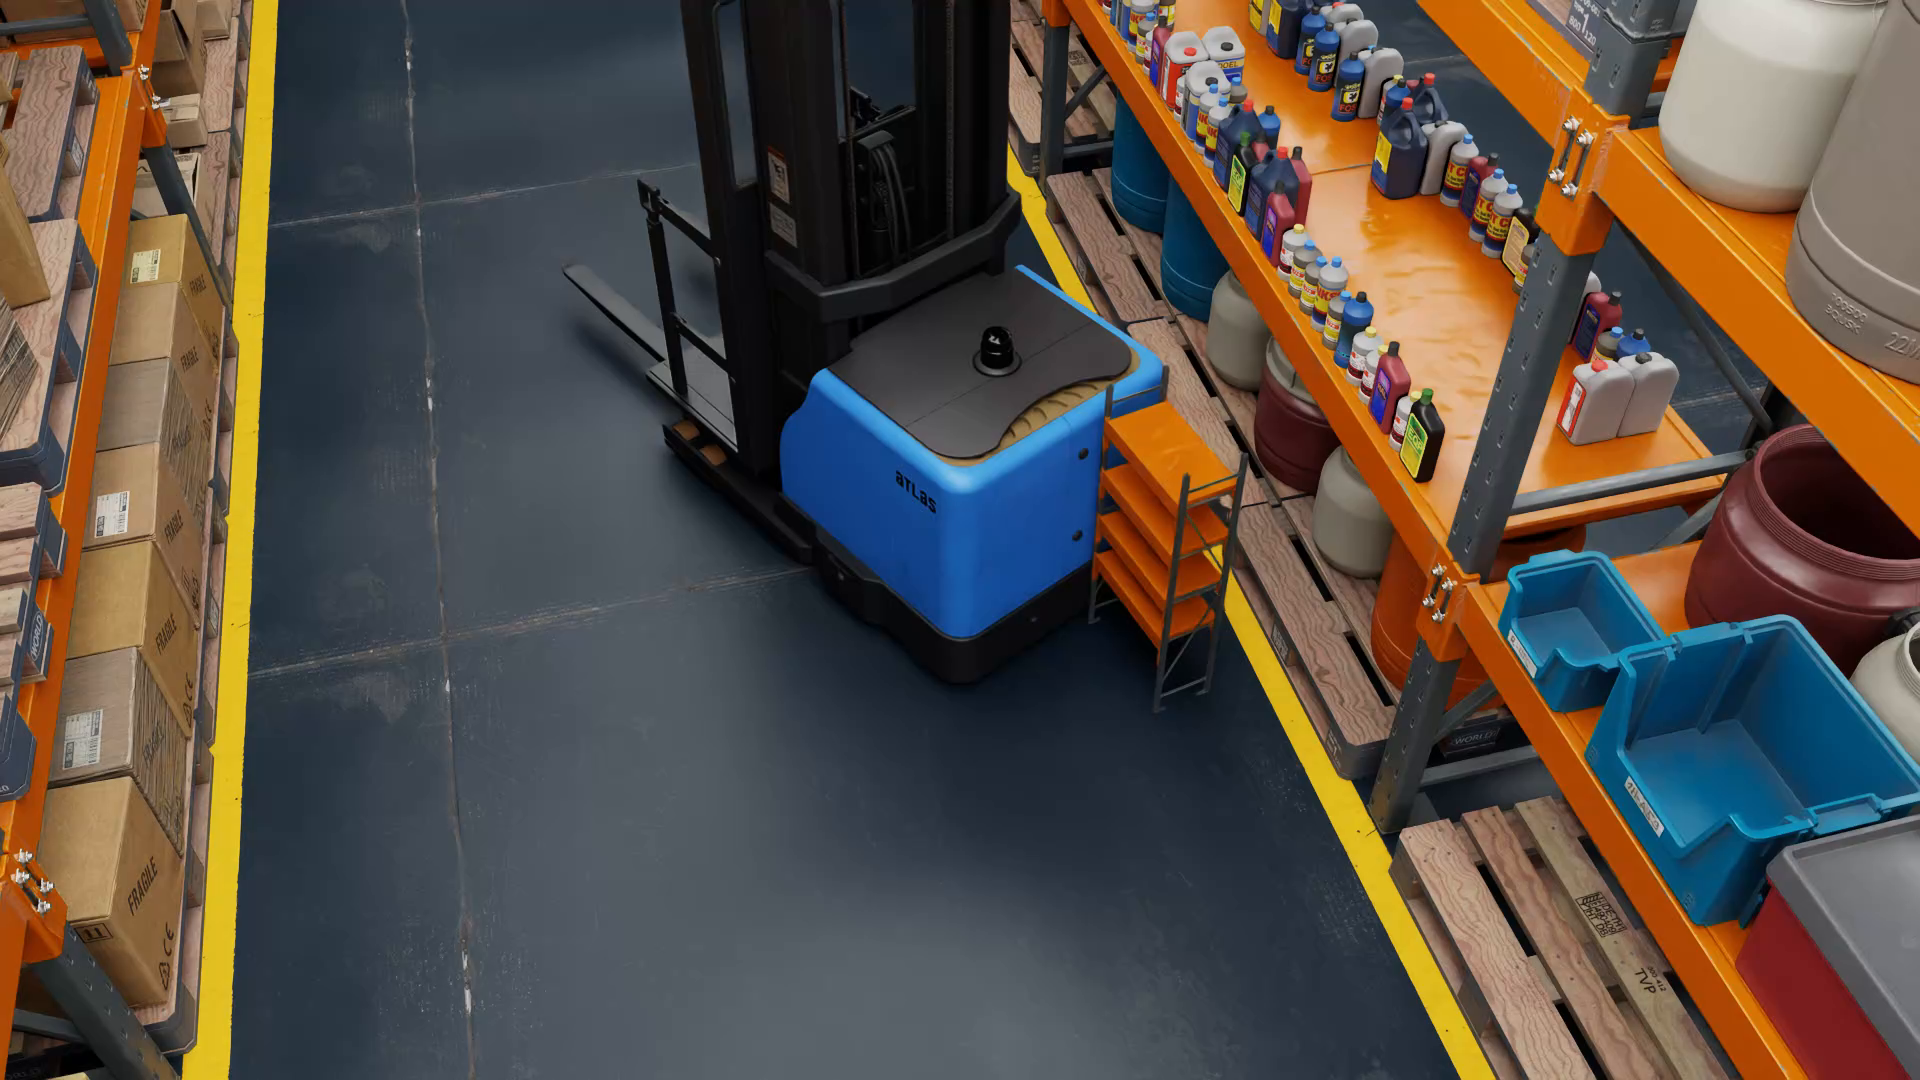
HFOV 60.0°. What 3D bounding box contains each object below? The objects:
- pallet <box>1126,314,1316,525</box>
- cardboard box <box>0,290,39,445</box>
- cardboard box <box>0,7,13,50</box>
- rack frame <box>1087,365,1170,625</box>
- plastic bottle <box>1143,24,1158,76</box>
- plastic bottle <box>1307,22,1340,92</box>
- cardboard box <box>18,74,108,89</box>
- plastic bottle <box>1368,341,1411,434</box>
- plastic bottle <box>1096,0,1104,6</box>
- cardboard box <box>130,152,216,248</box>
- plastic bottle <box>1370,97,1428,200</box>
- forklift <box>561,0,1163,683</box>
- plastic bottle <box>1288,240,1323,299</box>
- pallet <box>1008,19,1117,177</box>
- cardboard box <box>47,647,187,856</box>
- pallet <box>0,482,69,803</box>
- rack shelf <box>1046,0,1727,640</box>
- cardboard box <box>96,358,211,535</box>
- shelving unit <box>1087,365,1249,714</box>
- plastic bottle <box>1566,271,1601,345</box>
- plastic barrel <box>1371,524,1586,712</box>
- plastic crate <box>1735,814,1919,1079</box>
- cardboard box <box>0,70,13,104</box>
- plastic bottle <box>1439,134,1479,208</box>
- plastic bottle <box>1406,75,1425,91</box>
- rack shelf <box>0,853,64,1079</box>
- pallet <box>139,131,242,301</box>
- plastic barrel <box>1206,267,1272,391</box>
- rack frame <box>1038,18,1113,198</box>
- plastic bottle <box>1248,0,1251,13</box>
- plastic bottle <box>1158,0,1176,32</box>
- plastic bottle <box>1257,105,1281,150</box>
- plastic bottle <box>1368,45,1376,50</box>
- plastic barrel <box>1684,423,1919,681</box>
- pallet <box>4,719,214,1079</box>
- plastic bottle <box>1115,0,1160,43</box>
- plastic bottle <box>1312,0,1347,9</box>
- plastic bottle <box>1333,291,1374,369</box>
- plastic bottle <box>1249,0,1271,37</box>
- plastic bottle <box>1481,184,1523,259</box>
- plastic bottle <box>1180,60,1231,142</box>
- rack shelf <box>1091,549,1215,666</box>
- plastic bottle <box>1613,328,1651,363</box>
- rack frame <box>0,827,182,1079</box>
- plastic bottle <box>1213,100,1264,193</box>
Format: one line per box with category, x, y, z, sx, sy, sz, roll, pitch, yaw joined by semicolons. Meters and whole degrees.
pallet;1.373;-0.560;7.151;1.003;0.211;1.213;-11;47;-10
cardboard box;-3.185;-0.518;4.794;0.700;0.500;0.500;-3;46;-3
cardboard box;-4.266;-2.351;6.883;0.500;0.500;0.500;-10;46;-10
rack frame;0.602;-0.134;6.041;0.240;1.200;0.015;-19;49;-18
plastic bottle;0.797;-1.990;6.739;0.097;0.201;0.097;0;46;0
plastic bottle;1.454;-1.934;6.635;0.097;0.271;0.097;0;46;0
cardboard box;-4.502;-2.090;8.272;0.500;0.311;0.500;-11;47;-10
plastic bottle;1.349;-0.479;5.201;0.061;0.283;0.133;-11;47;-10
plastic bottle;0.615;-2.456;7.139;0.061;0.283;0.133;-11;47;-10
cardboard box;-3.788;-1.560;7.753;0.500;0.311;0.500;-11;47;-10
plastic bottle;1.621;-1.447;6.103;0.144;0.351;0.185;-11;47;-10
forklift;-0.602;-1.477;6.146;1.130;2.935;3.031;-32;53;-27
plastic bottle;1.187;-0.936;5.706;0.097;0.201;0.097;0;46;0
pallet;0.674;-2.445;8.998;1.003;0.211;1.213;-11;47;-10
cardboard box;-2.845;0.738;5.369;0.500;0.500;0.500;-12;47;-12
pallet;-3.107;0.356;4.435;1.213;0.211;1.003;-11;47;-10
rack shelf;1.412;-1.288;6.416;1.077;0.370;4.000;-11;47;-10
cardboard box;-3.240;-0.319;6.405;0.500;0.500;0.500;-10;46;-10
shelving unit;0.710;0.023;5.888;0.258;1.200;0.503;-19;49;-18
plastic bottle;2.007;-0.793;5.514;0.152;0.276;0.135;-11;47;-10
plastic barrel;1.782;0.119;5.759;0.600;0.830;0.708;-11;47;-10
plastic crate;2.042;0.990;3.634;0.402;0.464;0.583;-11;47;-10
cardboard box;-3.984;-1.831;6.081;0.700;0.500;0.500;-26;51;-23
plastic bottle;1.827;-1.354;6.067;0.097;0.271;0.097;0;46;0
plastic bottle;1.733;-1.662;6.360;0.061;0.283;0.133;-11;47;-10
rack shelf;-2.354;2.377;2.824;1.077;0.370;4.000;-11;47;-10
pallet;-4.064;-1.516;8.088;1.003;0.211;1.213;-11;47;-10
plastic barrel;1.262;-0.923;7.002;0.421;0.512;0.421;0;46;0
rack frame;0.900;-2.921;7.512;1.000;3.000;0.127;-11;47;-10
plastic bottle;1.291;-2.350;7.092;0.097;0.201;0.097;0;46;0
plastic bottle;0.859;-2.245;6.989;0.097;0.201;0.097;0;46;0
plastic bottle;1.139;-1.494;6.204;0.097;0.271;0.097;0;46;0
plastic bottle;1.626;-1.870;6.621;0.097;0.201;0.097;0;46;0
plastic barrel;2.335;0.058;4.497;0.600;0.536;0.708;-11;47;-10
pallet;-3.020;1.198;5.428;1.003;0.211;1.213;-11;47;-10
plastic bottle;0.744;-2.235;6.927;0.152;0.276;0.135;-11;47;-10
plastic bottle;1.499;-2.201;6.841;0.144;0.351;0.185;-11;47;-10
plastic bottle;1.287;-0.692;5.418;0.097;0.271;0.097;0;46;0
plastic bottle;1.312;-2.302;6.940;0.144;0.351;0.185;-11;47;-10
plastic bottle;1.911;-1.128;5.845;0.097;0.271;0.097;0;46;0
plastic bottle;0.946;-1.688;6.391;0.152;0.276;0.135;-11;47;-10
rack shelf;0.710;0.209;6.078;0.258;0.148;0.480;-19;49;-18
plastic bottle;2.122;-0.557;5.286;0.097;0.271;0.097;0;46;0
rack frame;-2.866;0.744;3.920;1.000;3.000;0.127;-11;47;-10
plastic bottle;1.033;-1.469;6.124;0.144;0.351;0.185;-11;47;-10
